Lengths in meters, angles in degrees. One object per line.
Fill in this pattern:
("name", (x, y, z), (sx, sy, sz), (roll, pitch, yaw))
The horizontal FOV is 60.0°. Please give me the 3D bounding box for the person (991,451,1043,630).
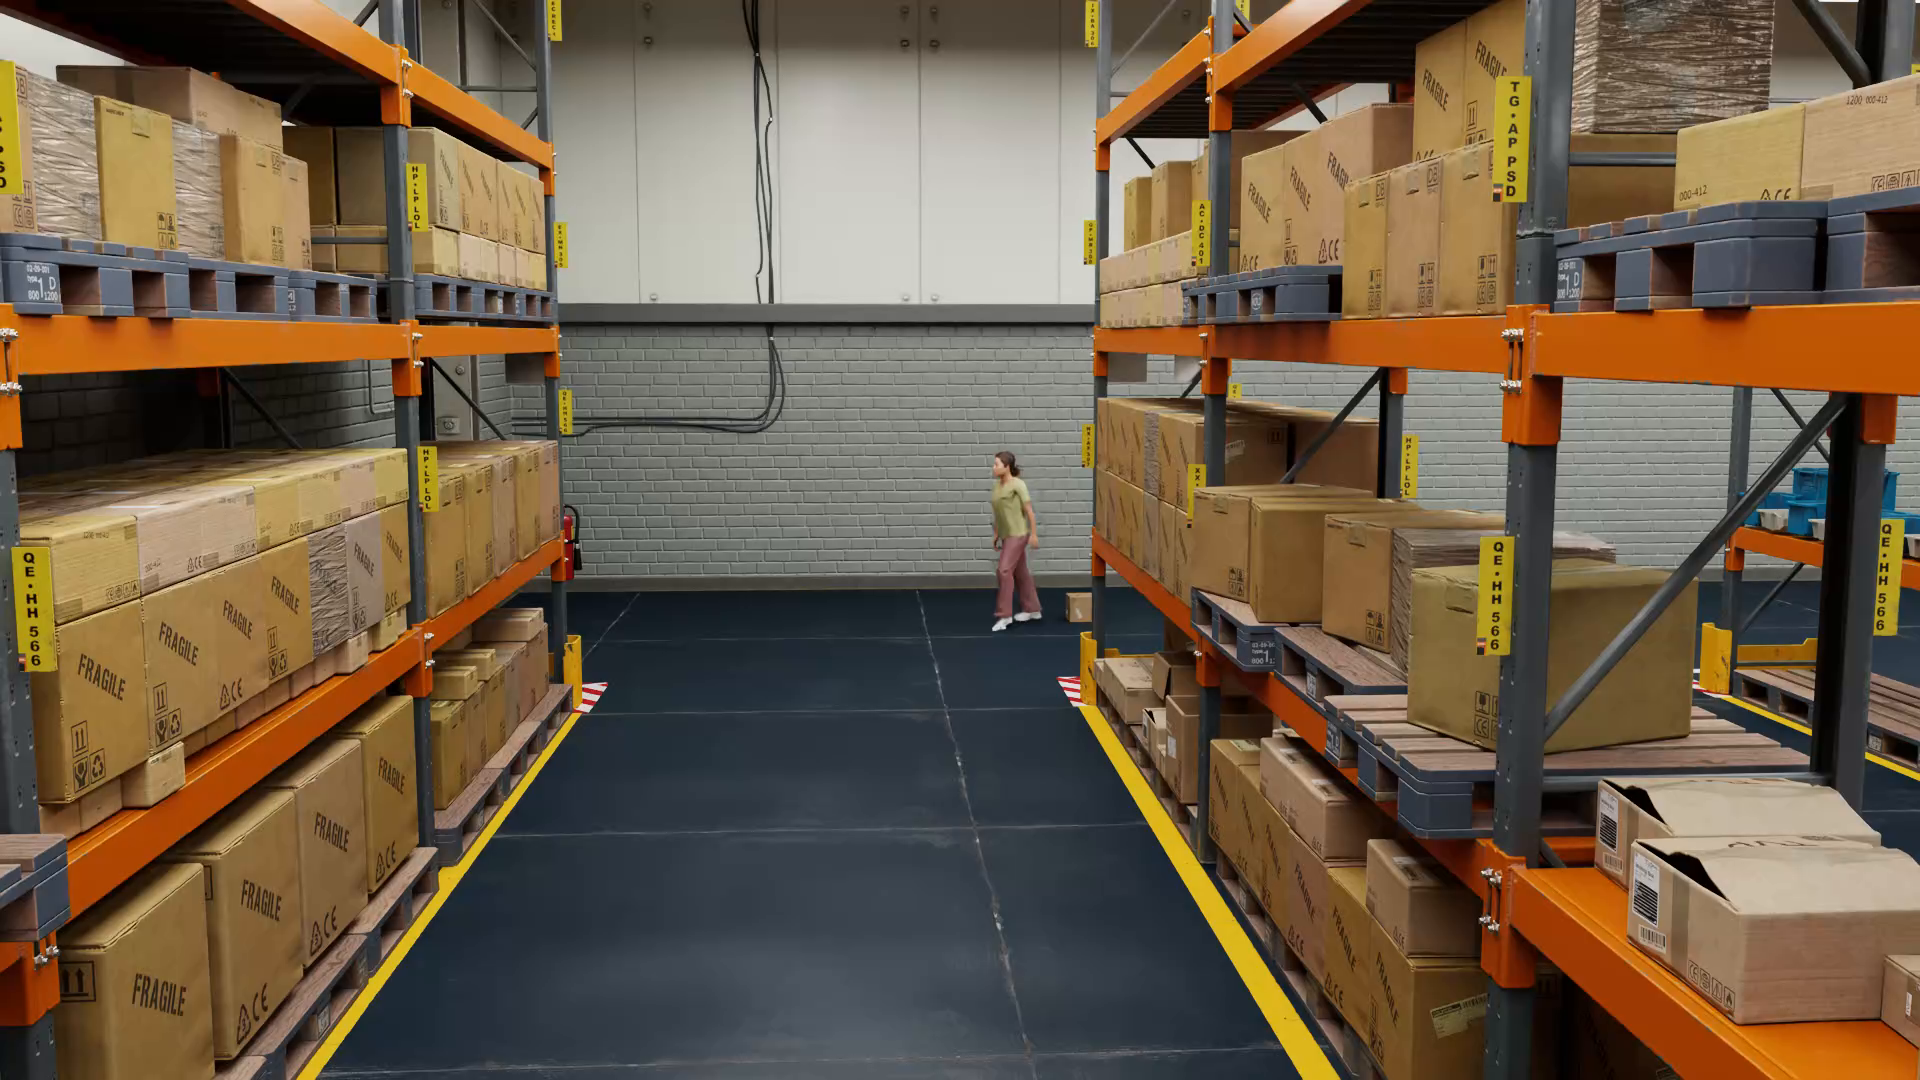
("person", (0.497, -0.001, 15.899), (0.644, 1.699, 0.470), (-4, 8, -28))
